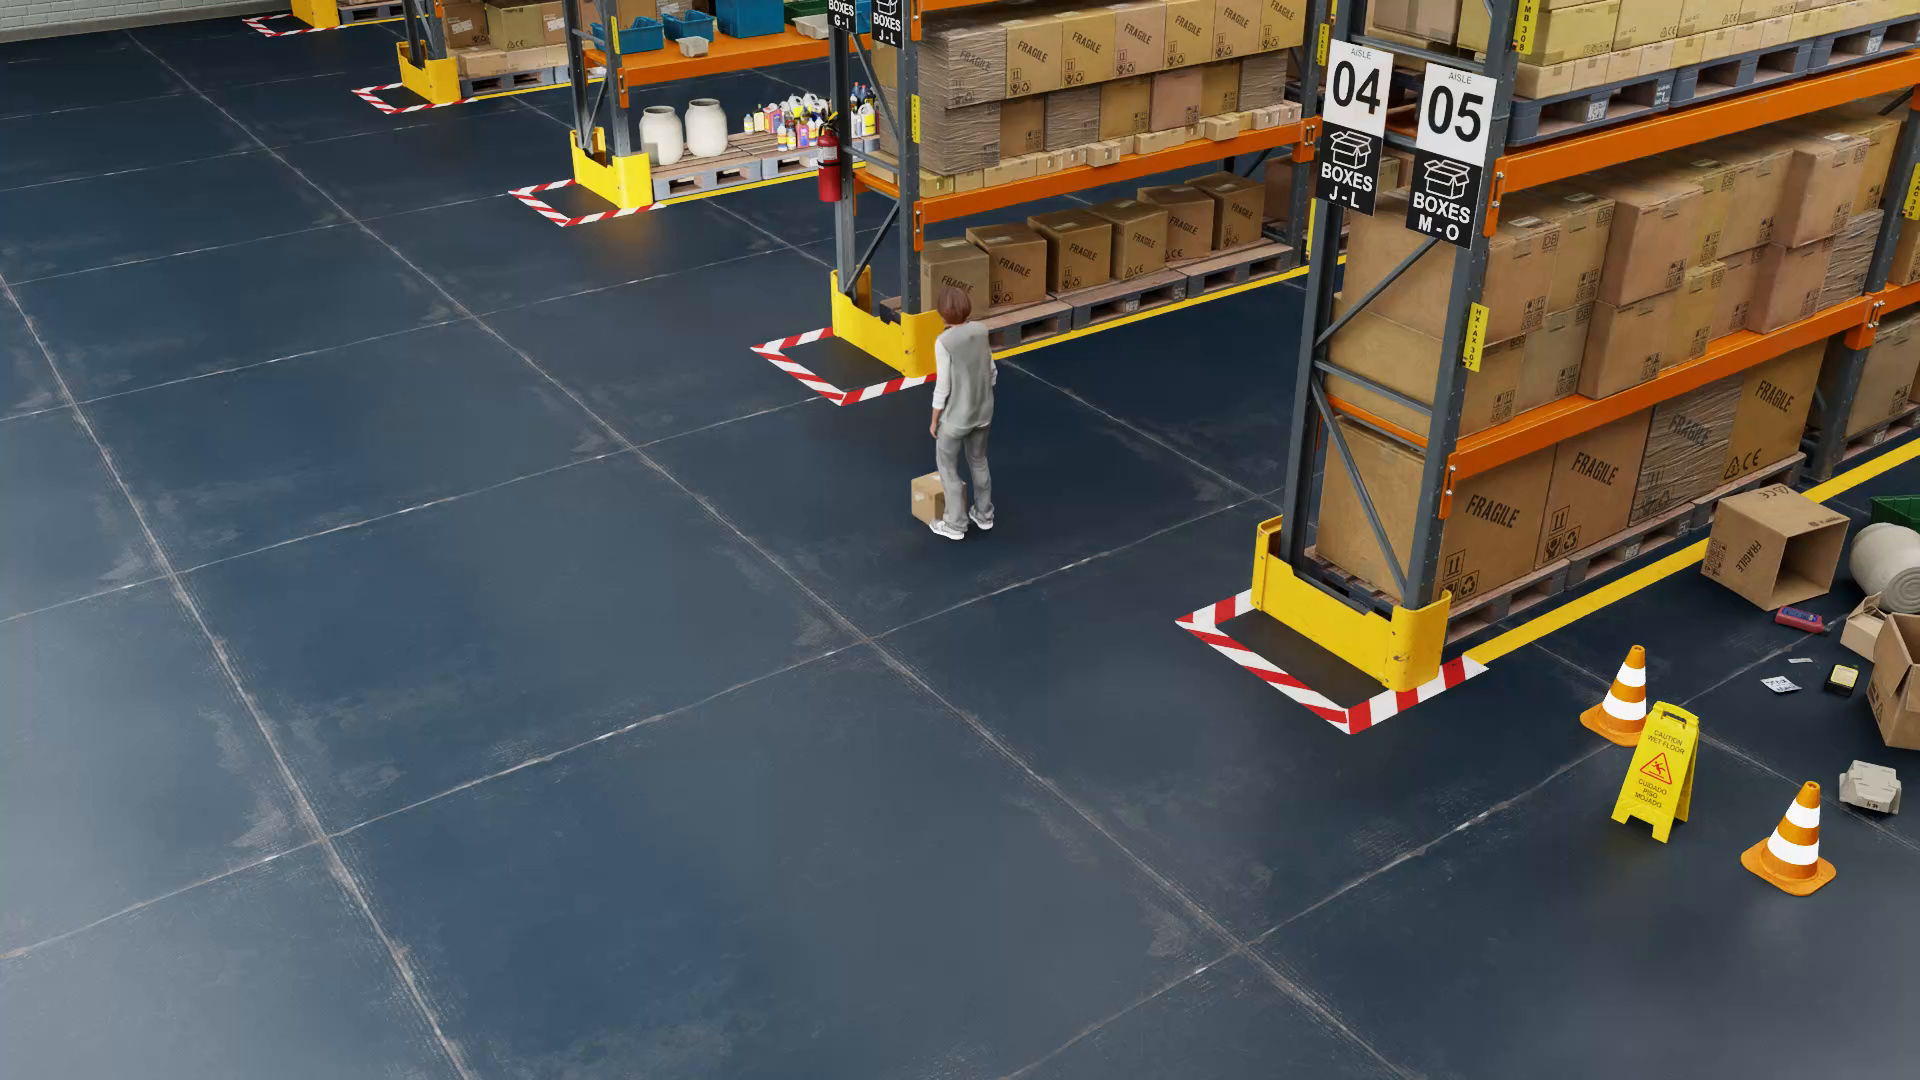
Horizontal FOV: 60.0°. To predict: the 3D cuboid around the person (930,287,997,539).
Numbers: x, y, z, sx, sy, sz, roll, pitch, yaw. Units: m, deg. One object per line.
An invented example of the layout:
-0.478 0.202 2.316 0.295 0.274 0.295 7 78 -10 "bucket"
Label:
0.018 -0.751 9.993 0.474 1.590 0.347 -21 35 -33 "person"
